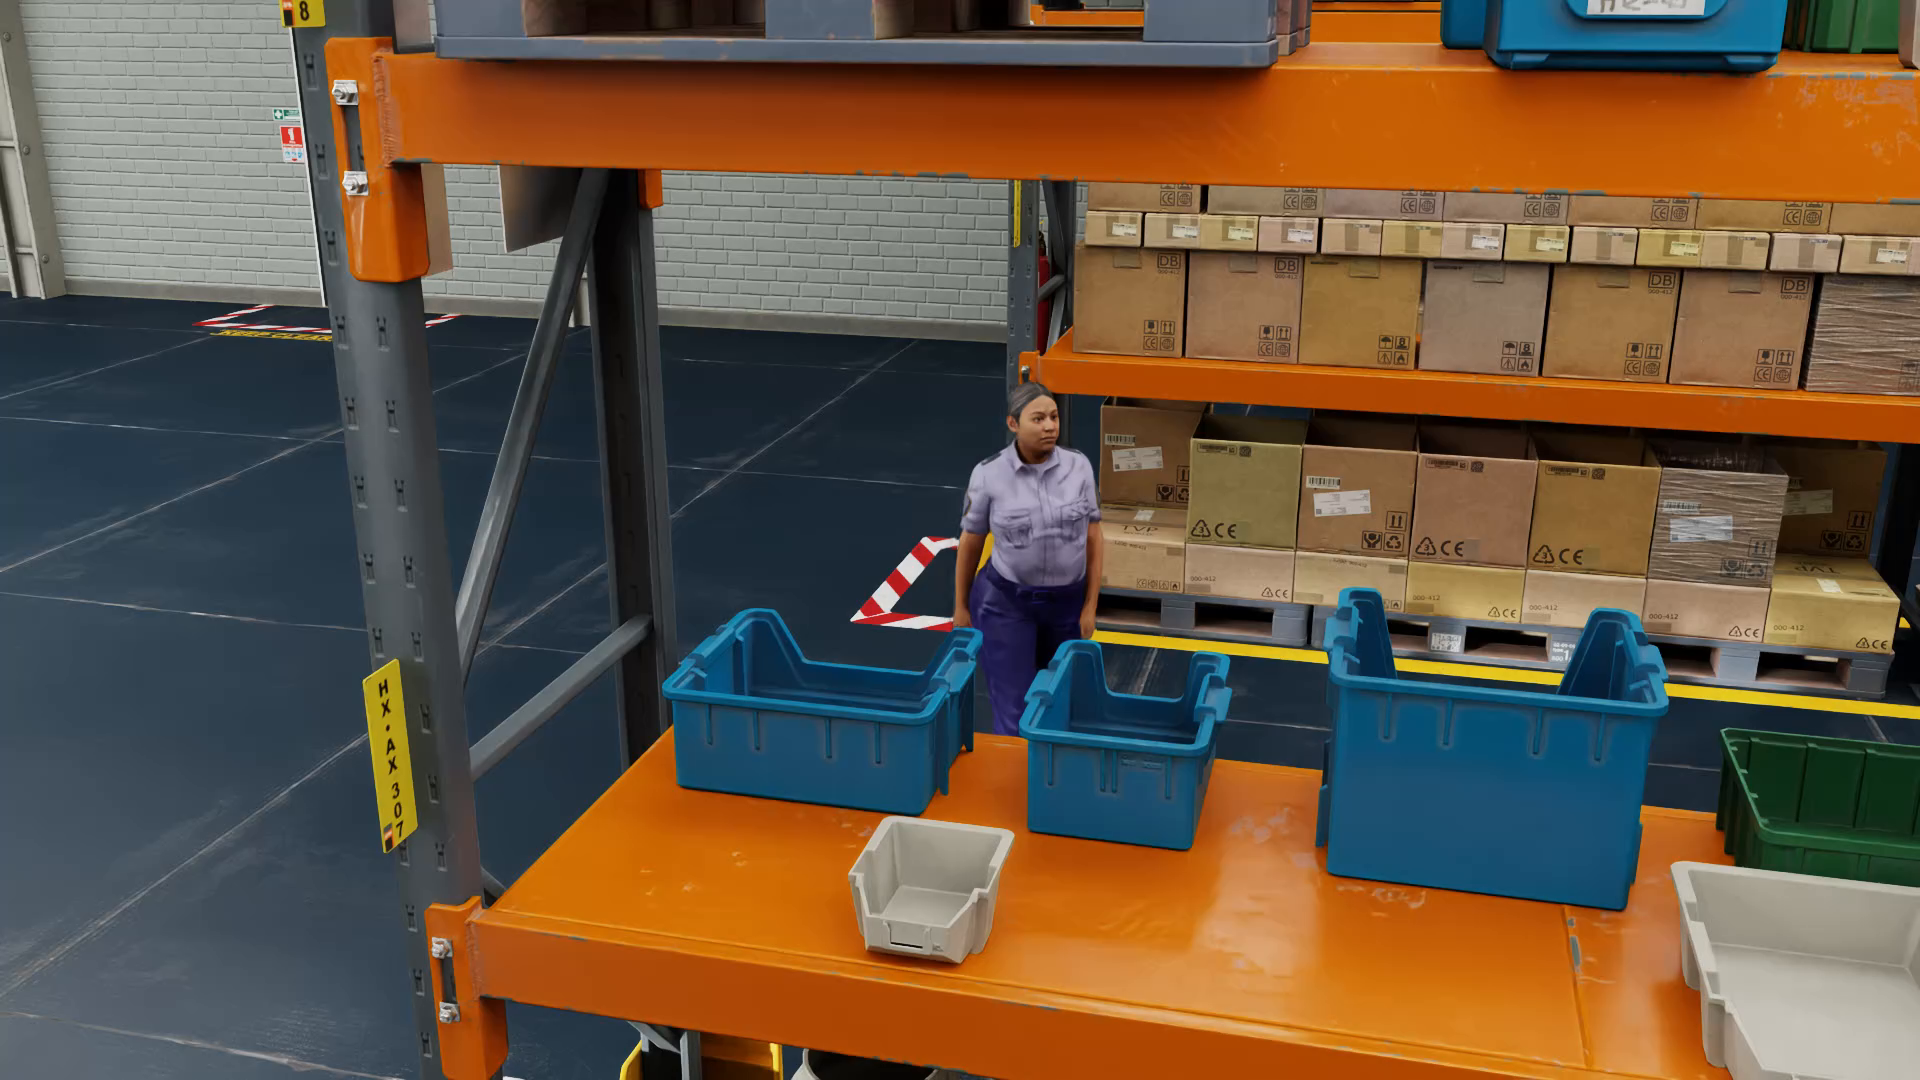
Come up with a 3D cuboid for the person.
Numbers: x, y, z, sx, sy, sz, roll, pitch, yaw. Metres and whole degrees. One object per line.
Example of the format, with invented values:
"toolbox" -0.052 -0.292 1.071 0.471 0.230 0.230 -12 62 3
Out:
"person" 0.250 0.232 5.877 0.498 1.621 0.702 -5 19 -14
